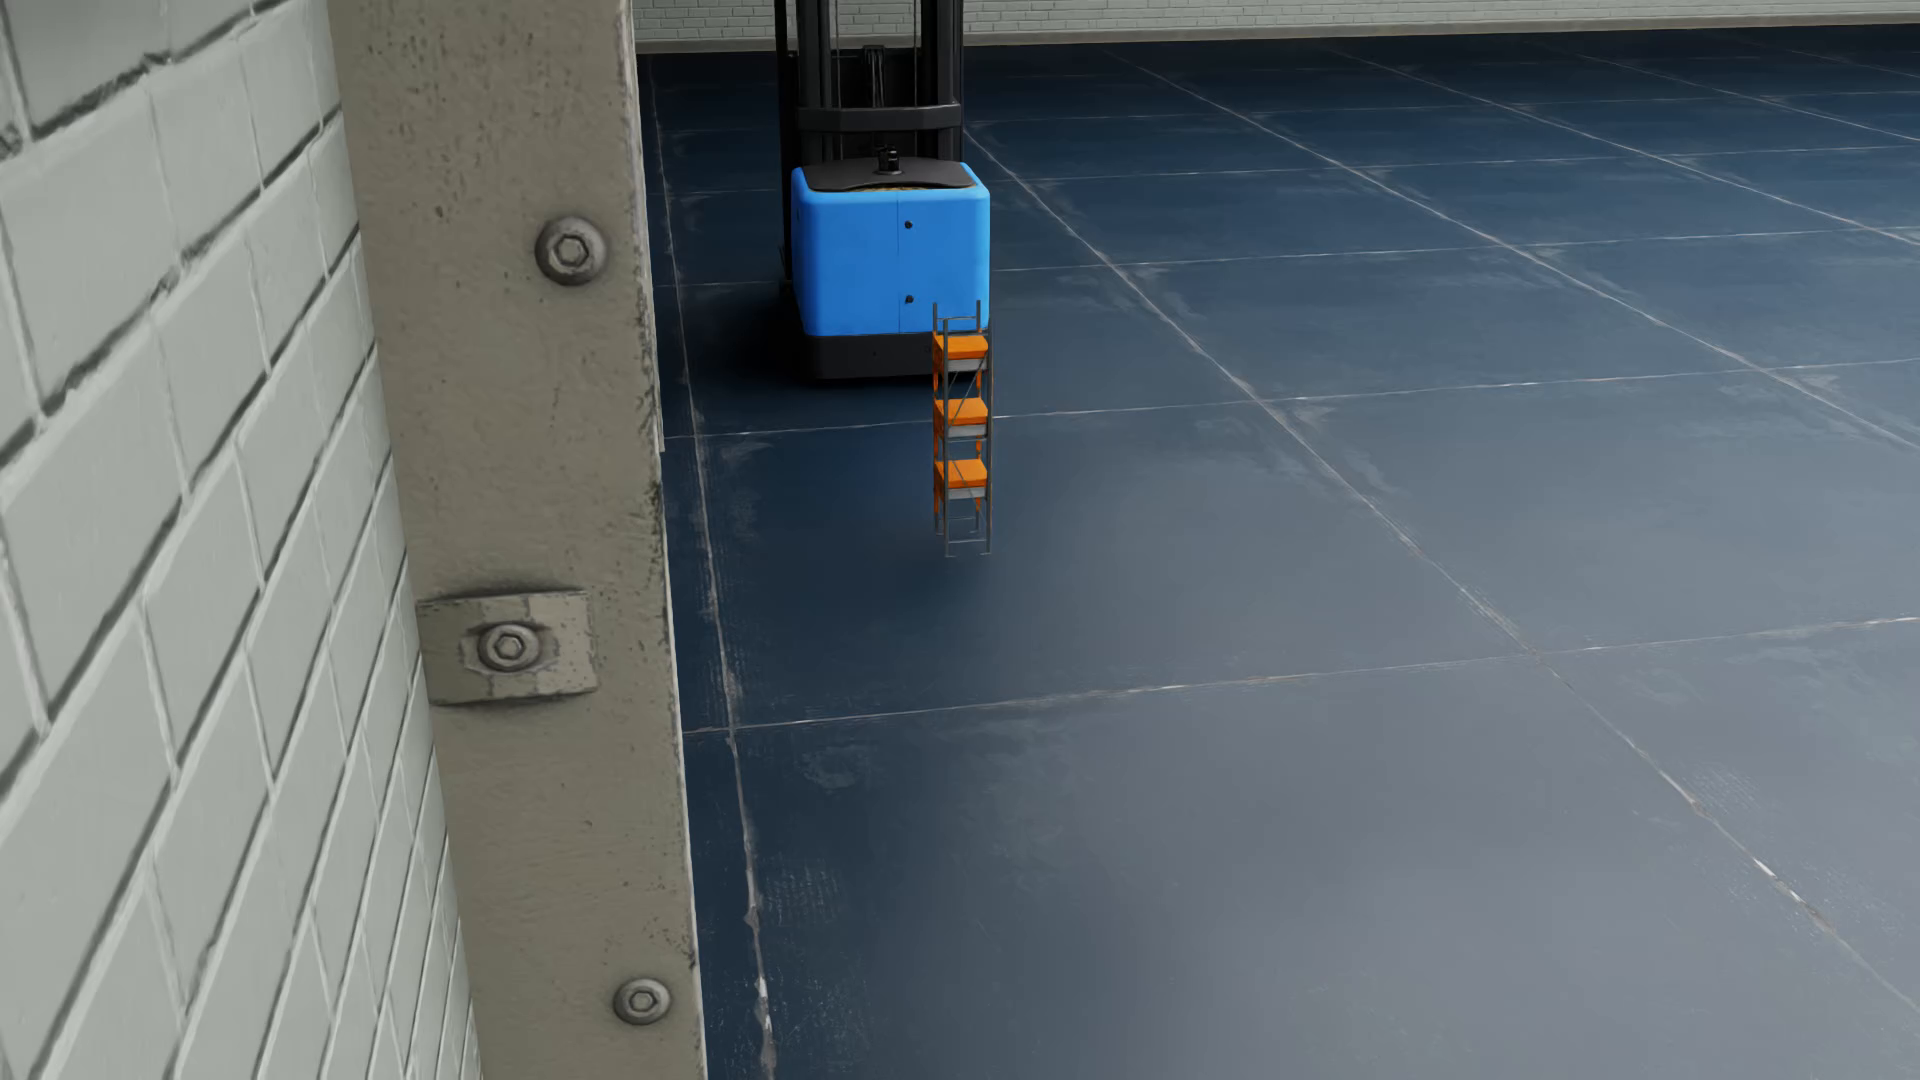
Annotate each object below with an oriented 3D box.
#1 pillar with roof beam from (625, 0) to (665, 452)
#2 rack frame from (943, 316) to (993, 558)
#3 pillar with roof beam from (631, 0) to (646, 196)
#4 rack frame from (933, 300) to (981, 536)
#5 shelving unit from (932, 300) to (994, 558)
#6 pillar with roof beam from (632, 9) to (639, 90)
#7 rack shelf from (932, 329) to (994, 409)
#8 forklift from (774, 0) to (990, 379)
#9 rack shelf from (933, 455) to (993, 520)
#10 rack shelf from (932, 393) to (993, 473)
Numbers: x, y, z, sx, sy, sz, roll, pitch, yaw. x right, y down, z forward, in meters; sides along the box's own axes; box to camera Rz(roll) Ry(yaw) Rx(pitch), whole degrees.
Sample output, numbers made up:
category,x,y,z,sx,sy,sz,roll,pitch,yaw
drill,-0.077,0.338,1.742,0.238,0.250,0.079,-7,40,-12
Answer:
category,x,y,z,sx,sy,sz,roll,pitch,yaw
pillar with roof beam,2.576,-4.947,7.334,9.100,9.000,0.400,-4,24,-10
rack frame,0.032,-0.412,6.882,0.200,1.050,0.008,-4,24,-10
pillar with roof beam,1.467,-7.307,12.738,9.100,9.000,0.400,-4,24,-10
rack frame,-0.013,-0.508,7.102,0.200,1.050,0.008,-4,24,-10
shelving unit,0.010,-0.460,6.992,0.215,1.050,0.252,-4,24,-10
pillar with roof beam,0.357,-9.667,18.141,9.100,9.000,0.400,-4,24,-10
rack shelf,0.010,-0.710,6.882,0.215,0.259,0.240,-4,24,-10
forklift,-0.562,-2.779,9.950,1.130,2.935,3.031,-4,24,-8
rack shelf,0.010,-0.196,7.107,0.215,0.259,0.240,-4,24,-10
rack shelf,0.010,-0.450,6.996,0.215,0.259,0.240,-4,24,-10
